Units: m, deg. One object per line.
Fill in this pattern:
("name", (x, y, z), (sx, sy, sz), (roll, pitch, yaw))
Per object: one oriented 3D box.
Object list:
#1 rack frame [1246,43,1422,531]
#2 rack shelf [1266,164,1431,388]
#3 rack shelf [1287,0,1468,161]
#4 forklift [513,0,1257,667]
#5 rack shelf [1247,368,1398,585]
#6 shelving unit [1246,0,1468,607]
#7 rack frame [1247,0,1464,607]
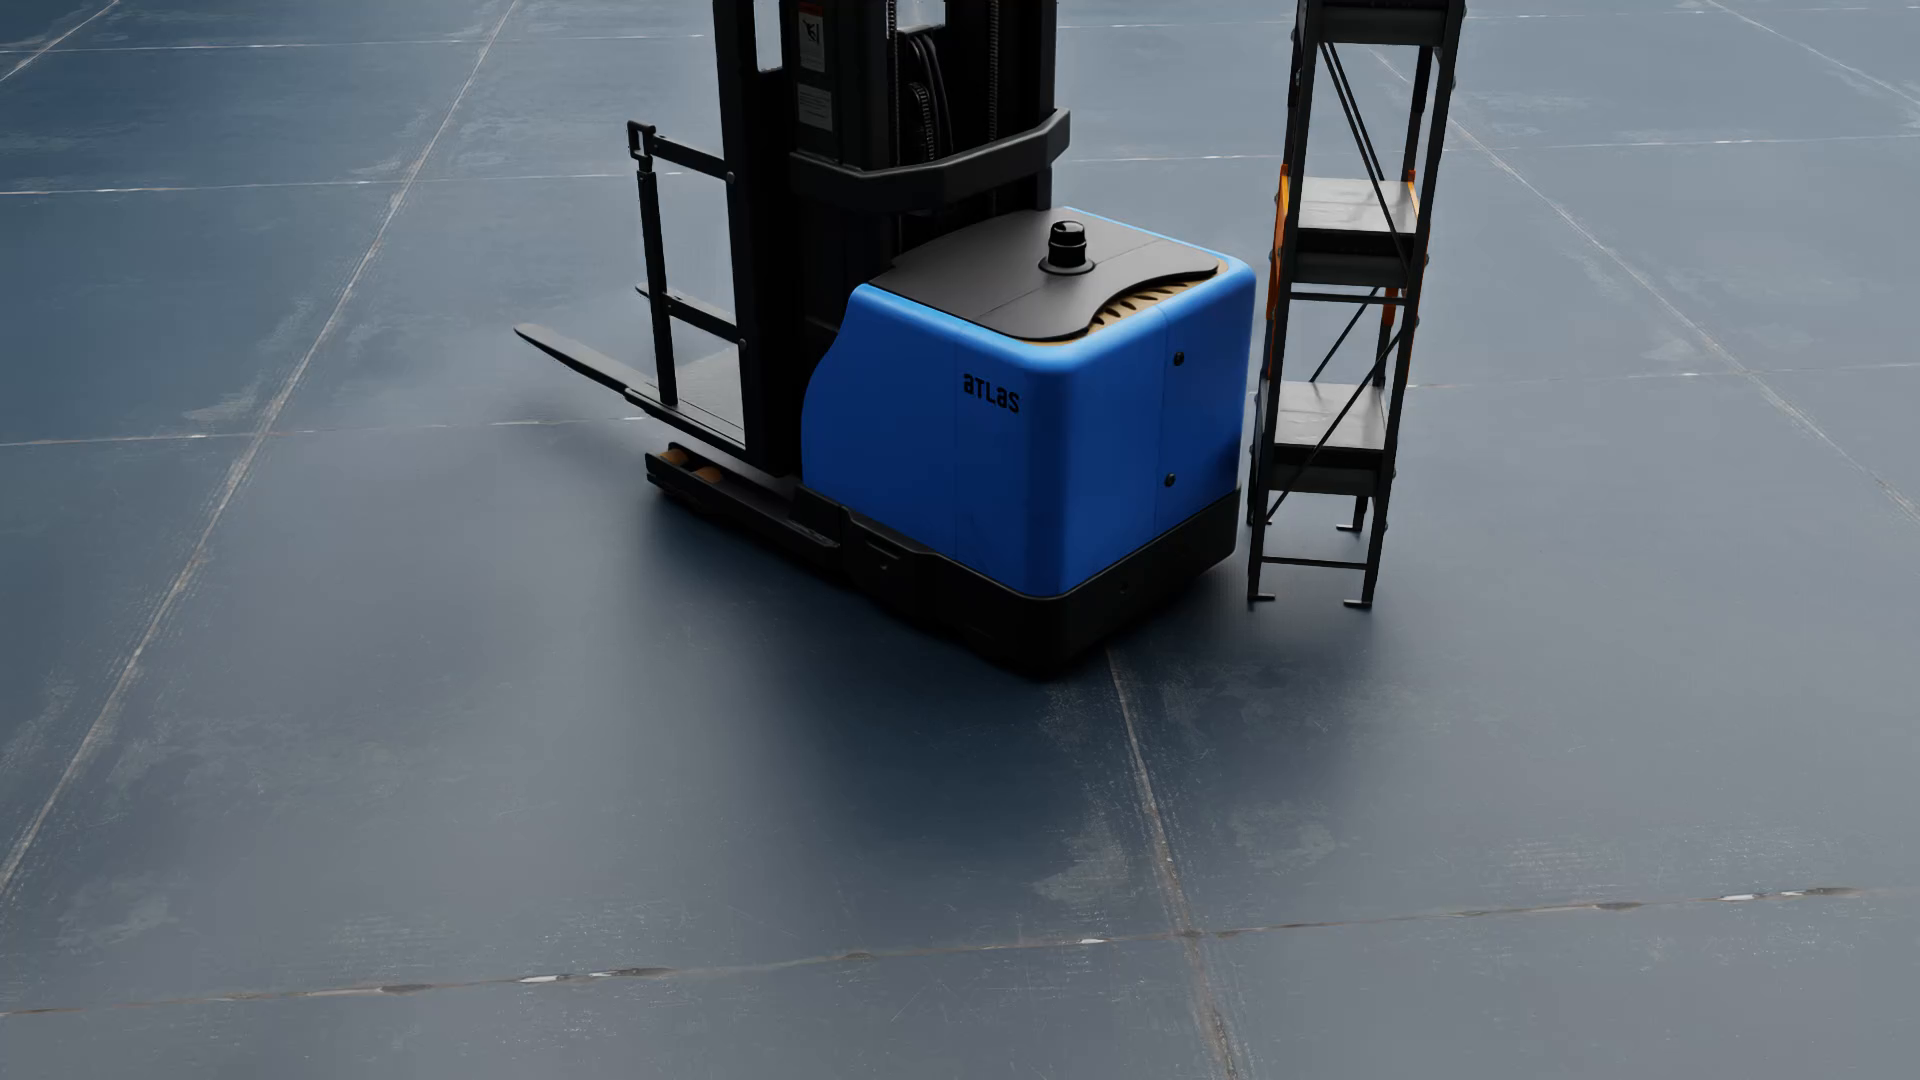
("rack frame", (1.206, -0.951, 5.295), (0.400, 2.100, 0.015), (4, 31, 7))
("rack shelf", (1.172, -0.816, 5.094), (0.431, 0.518, 0.480), (4, 31, 7))
("rack shelf", (1.172, -1.416, 4.735), (0.431, 0.518, 0.480), (4, 31, 7))
("forklift", (-0.491, -1.523, 5.441), (3.031, 2.935, 1.130), (26, 39, 36))
("rack shelf", (1.172, -0.215, 5.453), (0.431, 0.518, 0.480), (4, 31, 7))
("shelving unit", (1.172, -0.827, 5.087), (0.431, 2.100, 0.503), (4, 31, 7))
("rack frame", (1.137, -0.703, 4.880), (0.400, 2.100, 0.015), (4, 31, 7))
